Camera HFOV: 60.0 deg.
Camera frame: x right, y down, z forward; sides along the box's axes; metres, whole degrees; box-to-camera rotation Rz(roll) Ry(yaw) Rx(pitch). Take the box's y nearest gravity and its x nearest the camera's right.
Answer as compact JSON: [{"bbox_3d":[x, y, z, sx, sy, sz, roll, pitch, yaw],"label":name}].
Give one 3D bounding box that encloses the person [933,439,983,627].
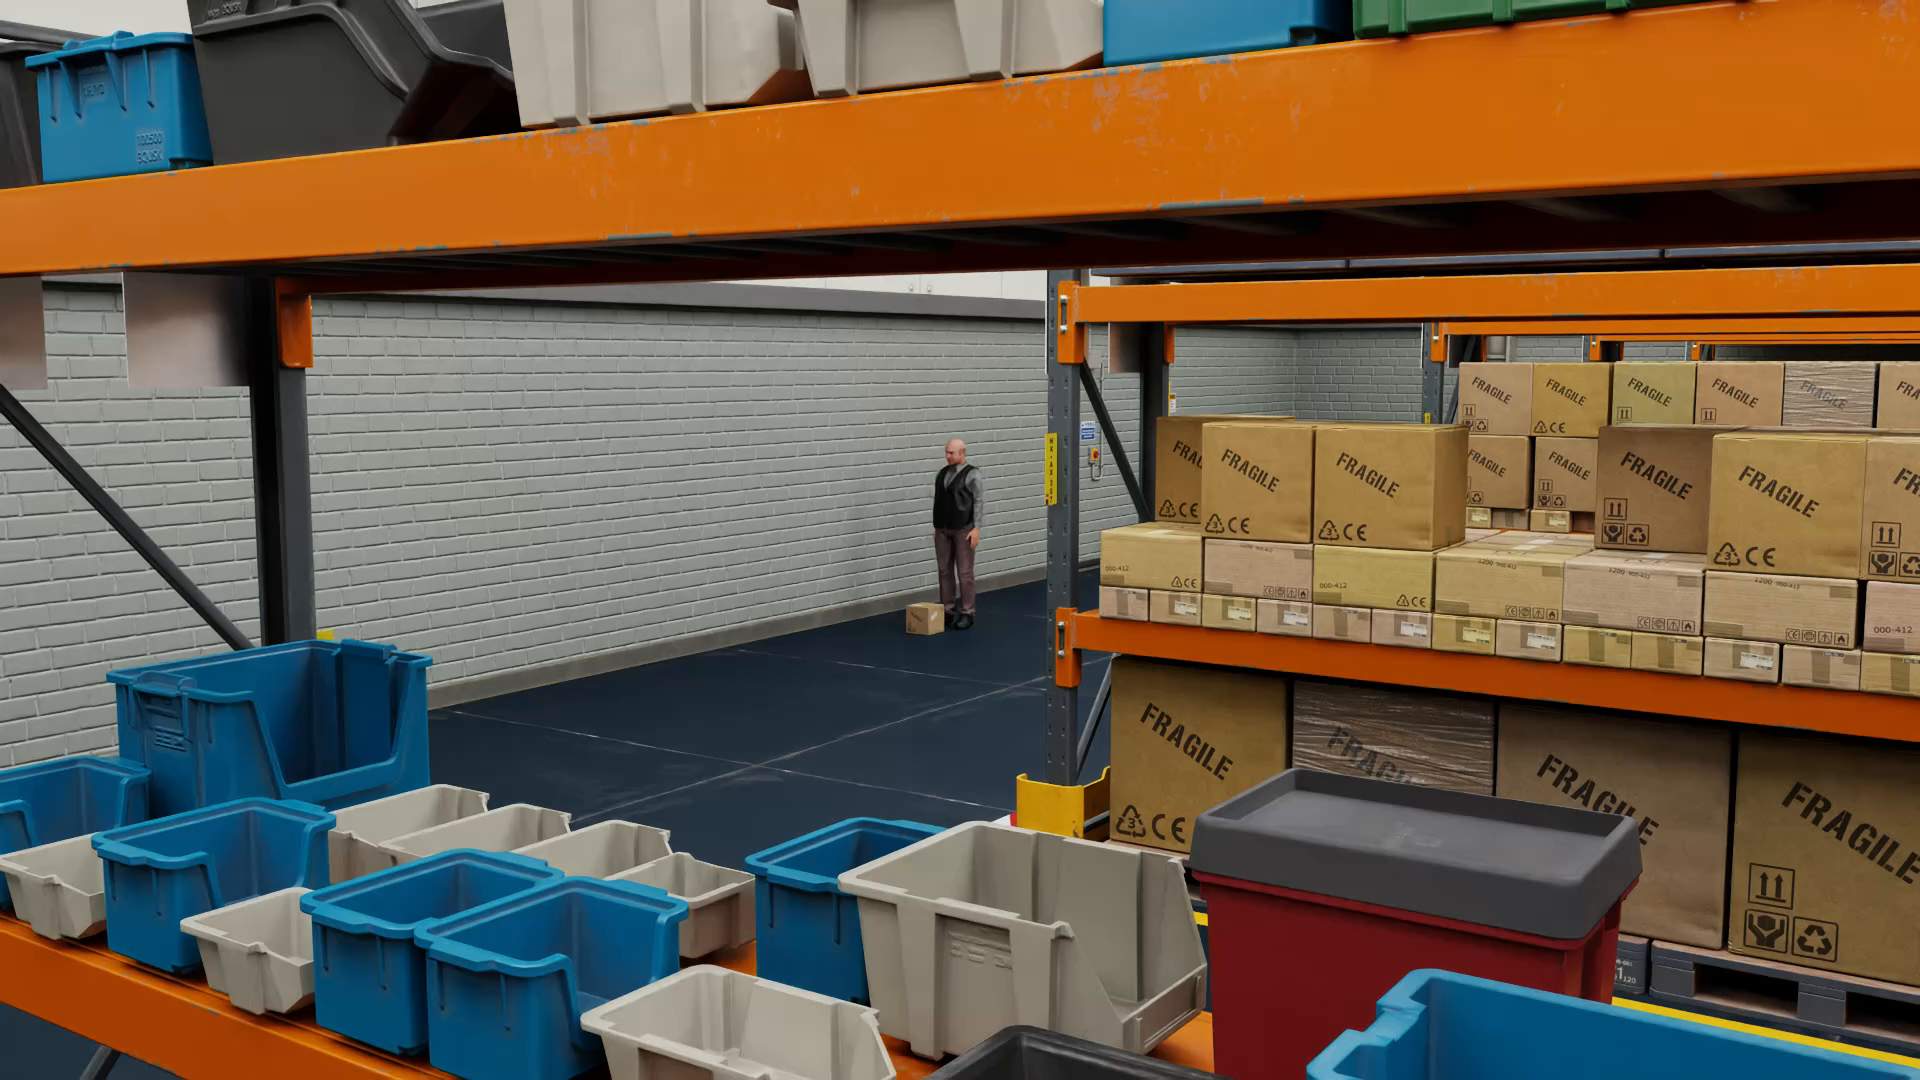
[{"bbox_3d":[-0.055,-0.071,15.412,0.546,1.725,0.395,4,8,34],"label":"person"}]
